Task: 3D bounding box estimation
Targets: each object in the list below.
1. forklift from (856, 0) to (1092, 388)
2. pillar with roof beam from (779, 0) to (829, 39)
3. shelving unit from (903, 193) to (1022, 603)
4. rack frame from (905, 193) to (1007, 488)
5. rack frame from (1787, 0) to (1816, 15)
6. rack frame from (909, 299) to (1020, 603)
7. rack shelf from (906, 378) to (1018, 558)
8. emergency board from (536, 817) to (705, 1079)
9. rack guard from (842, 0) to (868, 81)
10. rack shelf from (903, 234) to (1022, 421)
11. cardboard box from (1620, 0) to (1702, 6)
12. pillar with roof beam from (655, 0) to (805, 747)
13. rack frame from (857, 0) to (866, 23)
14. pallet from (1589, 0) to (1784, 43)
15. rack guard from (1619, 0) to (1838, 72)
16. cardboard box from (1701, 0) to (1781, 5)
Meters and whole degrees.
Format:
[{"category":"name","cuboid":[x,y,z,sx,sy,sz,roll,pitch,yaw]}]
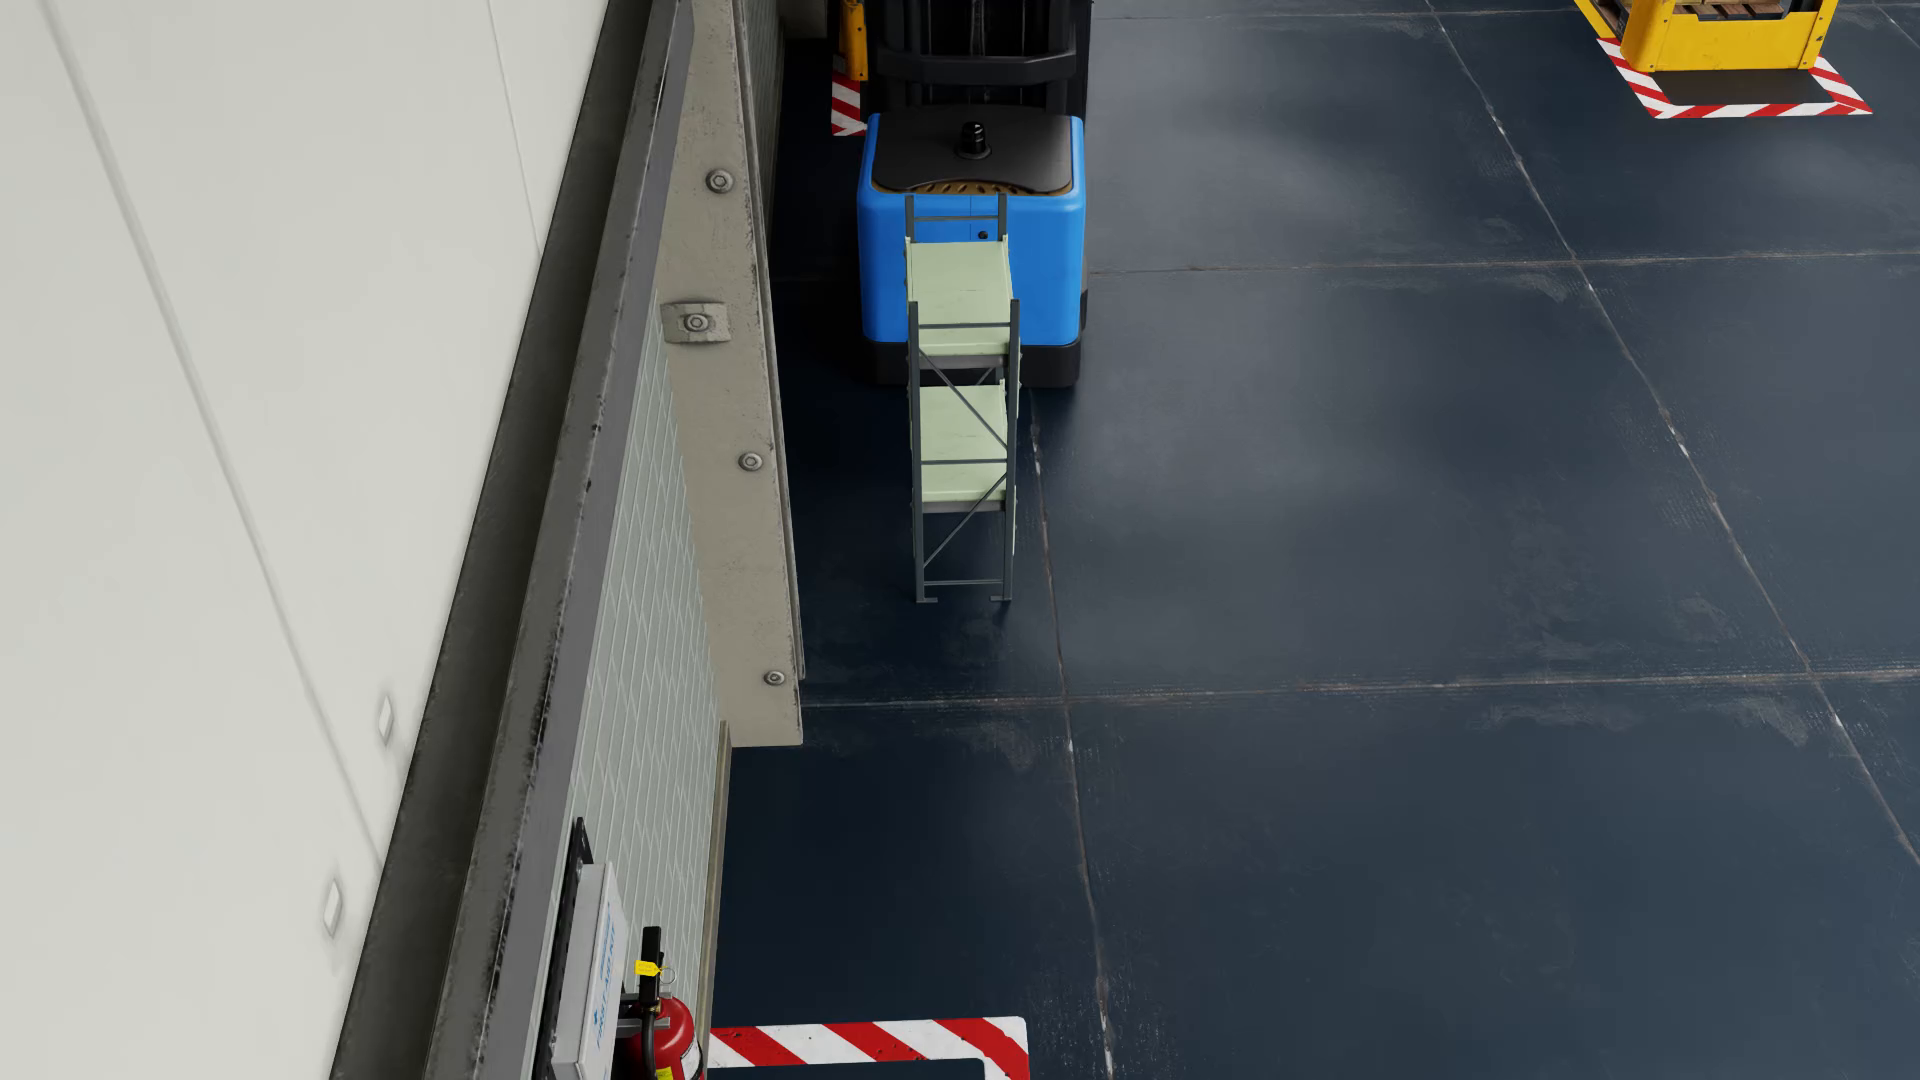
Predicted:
[{"category":"forklift","cuboid":[0.097,-2.784,8.118,1.130,2.935,3.031,1,43,1]},{"category":"pillar with roof beam","cuboid":[3.278,-6.835,8.047,9.100,9.000,0.400,-2,43,-2]},{"category":"shelving unit","cuboid":[0.000,-0.548,6.738,0.431,1.500,0.755,-2,43,-2]},{"category":"rack frame","cuboid":[-0.015,-0.795,7.008,0.400,1.500,0.023,-2,43,-2]},{"category":"rack frame","cuboid":[4.820,-4.197,9.608,1.000,3.000,0.127,-2,43,-2]},{"category":"rack frame","cuboid":[0.016,-0.301,6.469,0.400,1.500,0.023,-2,43,-2]},{"category":"rack shelf","cuboid":[0.000,-0.308,6.959,0.431,0.370,0.720,-2,43,-2]},{"category":"emergency board","cuboid":[-0.702,1.220,3.699,0.194,1.169,0.643,-2,43,-2]},{"category":"rack guard","cuboid":[-0.132,-3.182,10.351,1.175,0.500,0.348,-2,43,-2]},{"category":"rack shelf","cuboid":[0.000,-0.836,6.475,0.431,0.370,0.720,-2,43,-2]},{"category":"cardboard box","cuboid":[4.502,-3.691,10.781,0.500,0.250,0.500,-2,43,-2]},{"category":"pillar with roof beam","cuboid":[3.533,-2.784,3.628,9.100,9.000,0.400,-2,43,-2]},{"category":"rack frame","cuboid":[-0.129,-4.052,9.451,1.000,3.000,0.127,-2,43,-2]},{"category":"pallet","cuboid":[4.746,-3.684,11.112,1.003,0.211,1.213,-2,43,-2]},{"category":"rack guard","cuboid":[4.821,-3.259,10.435,1.175,0.500,0.348,-2,43,-2]},{"category":"cardboard box","cuboid":[5.019,-3.706,10.797,0.500,0.250,0.500,-2,43,-2]}]
